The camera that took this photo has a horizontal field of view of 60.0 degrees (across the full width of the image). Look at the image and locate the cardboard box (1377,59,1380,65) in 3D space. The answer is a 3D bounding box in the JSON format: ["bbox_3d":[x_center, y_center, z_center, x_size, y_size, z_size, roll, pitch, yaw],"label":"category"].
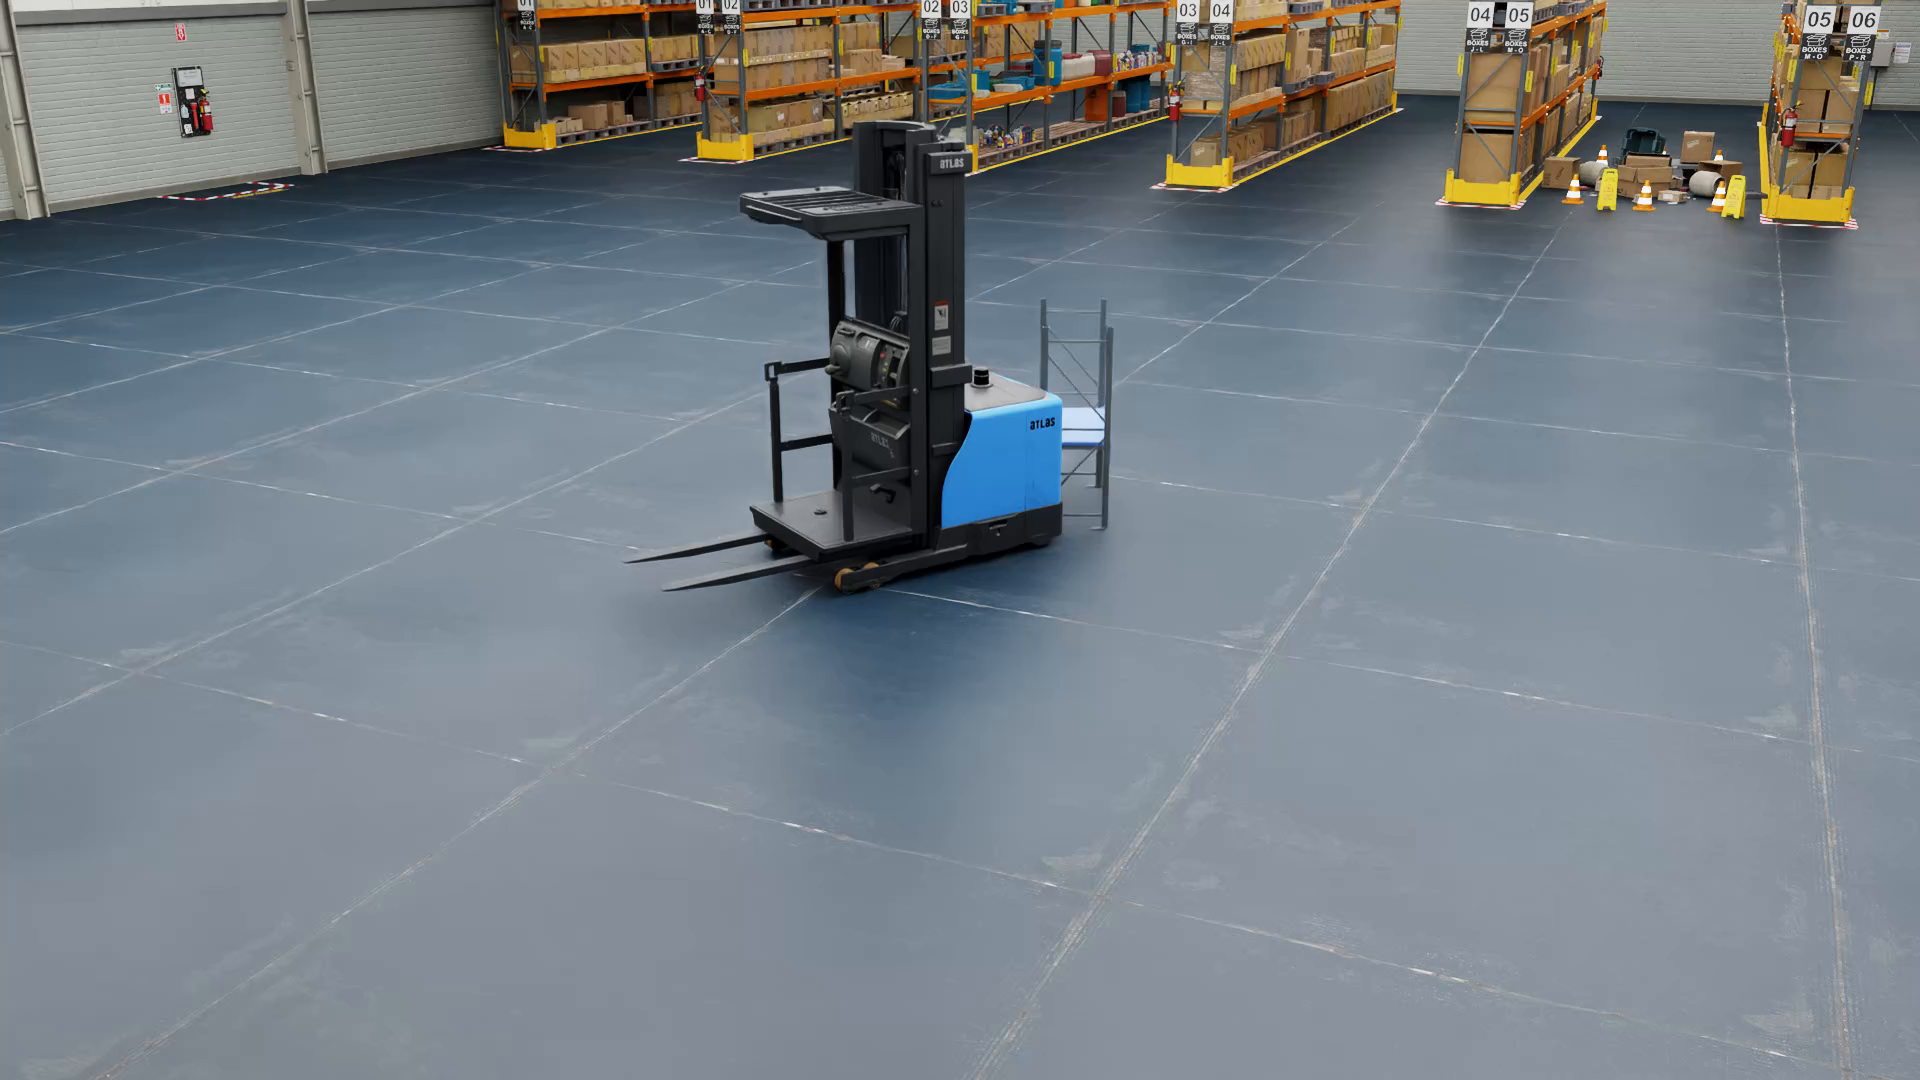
[{"bbox_3d":[10.154,-11.812,41.082,0.380,0.149,0.250,9,21,23],"label":"cardboard box"}]

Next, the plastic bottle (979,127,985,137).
[{"bbox_3d":[0.444,-8.305,34.143,0.144,0.351,0.185,8,21,22],"label":"plastic bottle"}]

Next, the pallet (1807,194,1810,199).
[{"bbox_3d":[13.722,-5.414,26.878,1.003,0.211,1.213,9,21,23],"label":"pallet"}]

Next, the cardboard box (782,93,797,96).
[{"bbox_3d":[-4.867,-12.225,44.449,0.750,0.750,0.750,9,22,24],"label":"cardboard box"}]

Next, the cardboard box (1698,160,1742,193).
[{"bbox_3d":[13.284,-6.367,29.122,0.500,0.500,0.500,-9,22,-24],"label":"cardboard box"}]

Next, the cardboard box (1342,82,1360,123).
[{"bbox_3d":[8.590,-10.215,38.759,1.225,0.875,0.875,8,21,21],"label":"cardboard box"}]

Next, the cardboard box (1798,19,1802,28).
[{"bbox_3d":[13.806,-8.380,26.953,0.380,0.149,0.250,8,21,22],"label":"cardboard box"}]

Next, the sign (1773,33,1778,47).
[{"bbox_3d":[19.374,-11.876,39.475,0.100,0.325,0.005,9,21,23],"label":"sign"}]

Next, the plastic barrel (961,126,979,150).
[{"bbox_3d":[0.172,-7.892,32.768,0.421,0.512,0.421,0,20,0],"label":"plastic barrel"}]

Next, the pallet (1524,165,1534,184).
[{"bbox_3d":[10.024,-6.797,30.766,1.003,0.211,1.213,9,21,23],"label":"pallet"}]

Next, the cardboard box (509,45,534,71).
[{"bbox_3d":[-9.273,-10.326,35.601,0.500,0.500,0.500,8,21,22],"label":"cardboard box"}]

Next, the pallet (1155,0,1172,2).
[{"bbox_3d":[4.449,-13.241,40.528,1.213,0.211,1.003,9,21,23],"label":"pallet"}]

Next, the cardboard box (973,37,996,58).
[{"bbox_3d":[0.620,-13.016,43.941,0.500,0.500,0.500,9,22,24],"label":"cardboard box"}]

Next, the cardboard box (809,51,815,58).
[{"bbox_3d":[-3.343,-10.409,35.642,0.380,0.149,0.250,9,21,23],"label":"cardboard box"}]

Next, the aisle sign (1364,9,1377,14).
[{"bbox_3d":[10.593,-14.000,42.980,0.394,0.787,0.004,9,21,23],"label":"aisle sign"}]

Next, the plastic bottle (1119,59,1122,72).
[{"bbox_3d":[3.704,-11.117,38.938,0.152,0.276,0.135,9,21,23],"label":"plastic bottle"}]

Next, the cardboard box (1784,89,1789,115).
[{"bbox_3d":[13.715,-7.157,27.025,0.500,0.500,0.500,8,21,22],"label":"cardboard box"}]

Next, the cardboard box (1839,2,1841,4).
[{"bbox_3d":[14.179,-8.375,26.346,0.500,0.250,0.500,9,22,24],"label":"cardboard box"}]

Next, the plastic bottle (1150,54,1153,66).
[{"bbox_3d":[4.665,-11.834,40.954,0.152,0.276,0.135,9,21,23],"label":"plastic bottle"}]

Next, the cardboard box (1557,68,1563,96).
[{"bbox_3d":[11.489,-8.966,32.553,0.500,0.500,0.500,9,21,24],"label":"cardboard box"}]

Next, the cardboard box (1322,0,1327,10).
[{"bbox_3d":[7.399,-11.277,34.949,0.500,0.250,0.500,8,21,23],"label":"cardboard box"}]

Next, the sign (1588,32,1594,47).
[{"bbox_3d":[14.191,-11.249,37.394,0.100,0.325,0.005,9,21,23],"label":"sign"}]

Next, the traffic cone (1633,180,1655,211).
[{"bbox_3d":[11.174,-5.623,27.090,0.336,0.463,0.334,9,21,23],"label":"traffic cone"}]

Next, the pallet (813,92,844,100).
[{"bbox_3d":[-3.975,-12.436,46.624,1.003,0.211,1.213,9,21,23],"label":"pallet"}]

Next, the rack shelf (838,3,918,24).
[{"bbox_3d":[-2.294,-12.090,38.085,1.077,0.370,4.000,9,21,23],"label":"rack shelf"}]

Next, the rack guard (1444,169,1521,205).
[{"bbox_3d":[8.759,-5.925,27.882,1.175,0.500,0.348,9,21,23],"label":"rack guard"}]

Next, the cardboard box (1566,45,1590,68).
[{"bbox_3d":[14.116,-11.082,38.061,0.500,0.500,0.500,8,21,22],"label":"cardboard box"}]

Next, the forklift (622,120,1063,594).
[{"bbox_3d":[-0.781,-1.227,11.044,3.031,2.935,1.130,-12,23,-31],"label":"forklift"}]

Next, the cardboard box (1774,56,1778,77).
[{"bbox_3d":[18.595,-10.668,37.339,0.500,0.500,0.500,8,21,22],"label":"cardboard box"}]

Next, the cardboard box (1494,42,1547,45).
[{"bbox_3d":[10.225,-8.804,30.413,0.875,0.550,0.550,9,21,23],"label":"cardboard box"}]

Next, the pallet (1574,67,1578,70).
[{"bbox_3d":[13.237,-10.474,37.230,1.003,0.211,1.213,9,21,23],"label":"pallet"}]

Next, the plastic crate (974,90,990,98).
[{"bbox_3d":[0.427,-8.606,32.085,0.298,0.136,0.250,9,21,23],"label":"plastic crate"}]

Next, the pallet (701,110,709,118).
[{"bbox_3d":[-6.317,-10.753,41.891,1.003,0.211,1.213,9,21,23],"label":"pallet"}]

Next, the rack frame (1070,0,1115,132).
[{"bbox_3d":[3.043,-10.946,38.272,1.000,3.000,0.127,9,21,23],"label":"rack frame"}]

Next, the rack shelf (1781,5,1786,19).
[{"bbox_3d":[19.059,-11.816,37.313,1.077,0.370,4.000,9,21,23],"label":"rack shelf"}]

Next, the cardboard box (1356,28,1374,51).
[{"bbox_3d":[9.629,-12.024,39.962,0.500,0.500,0.500,9,21,23],"label":"cardboard box"}]

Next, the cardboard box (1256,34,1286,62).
[{"bbox_3d":[5.990,-9.527,32.196,0.500,0.500,0.500,9,21,23],"label":"cardboard box"}]

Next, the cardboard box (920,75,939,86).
[{"bbox_3d":[-0.872,-11.659,42.232,0.500,0.250,0.500,8,21,22],"label":"cardboard box"}]

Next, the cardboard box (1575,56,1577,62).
[{"bbox_3d":[13.381,-10.609,36.627,0.380,0.149,0.250,8,21,21],"label":"cardboard box"}]

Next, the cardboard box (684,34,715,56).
[{"bbox_3d":[-6.383,-12.241,41.105,0.700,0.500,0.500,6,21,18],"label":"cardboard box"}]

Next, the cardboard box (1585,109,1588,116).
[{"bbox_3d":[14.959,-10.341,40.197,0.380,0.149,0.250,8,21,20],"label":"cardboard box"}]

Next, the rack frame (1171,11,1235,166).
[{"bbox_3d":[4.285,-7.821,29.485,1.000,3.000,0.127,9,21,23],"label":"rack frame"}]

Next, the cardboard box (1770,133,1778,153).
[{"bbox_3d":[16.362,-7.696,32.426,0.950,0.372,0.625,7,21,19],"label":"cardboard box"}]

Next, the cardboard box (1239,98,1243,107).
[{"bbox_3d":[4.939,-7.985,30.319,0.380,0.149,0.250,9,21,23],"label":"cardboard box"}]

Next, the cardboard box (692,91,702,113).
[{"bbox_3d":[-6.738,-10.811,40.965,0.700,0.500,0.500,8,21,22],"label":"cardboard box"}]

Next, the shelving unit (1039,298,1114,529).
[{"bbox_3d":[0.848,-0.963,12.437,0.538,1.500,1.048,1,20,2],"label":"shelving unit"}]

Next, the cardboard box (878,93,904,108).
[{"bbox_3d":[-1.672,-10.440,39.488,0.500,0.311,0.500,8,21,22],"label":"cardboard box"}]

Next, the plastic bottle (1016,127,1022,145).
[{"bbox_3d":[1.193,-8.289,34.097,0.144,0.351,0.185,8,21,22],"label":"plastic bottle"}]

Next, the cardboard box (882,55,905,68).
[{"bbox_3d":[-1.664,-11.480,39.906,0.500,0.311,0.500,10,22,26],"label":"cardboard box"}]

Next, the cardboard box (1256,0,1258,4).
[{"bbox_3d":[5.232,-9.880,30.425,0.380,0.149,0.250,8,21,22],"label":"cardboard box"}]

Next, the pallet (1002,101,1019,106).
[{"bbox_3d":[0.943,-12.120,45.735,1.003,0.211,1.213,9,21,23],"label":"pallet"}]

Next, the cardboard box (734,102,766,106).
[{"bbox_3d":[-4.407,-8.950,35.016,0.500,0.500,0.500,9,21,23],"label":"cardboard box"}]
